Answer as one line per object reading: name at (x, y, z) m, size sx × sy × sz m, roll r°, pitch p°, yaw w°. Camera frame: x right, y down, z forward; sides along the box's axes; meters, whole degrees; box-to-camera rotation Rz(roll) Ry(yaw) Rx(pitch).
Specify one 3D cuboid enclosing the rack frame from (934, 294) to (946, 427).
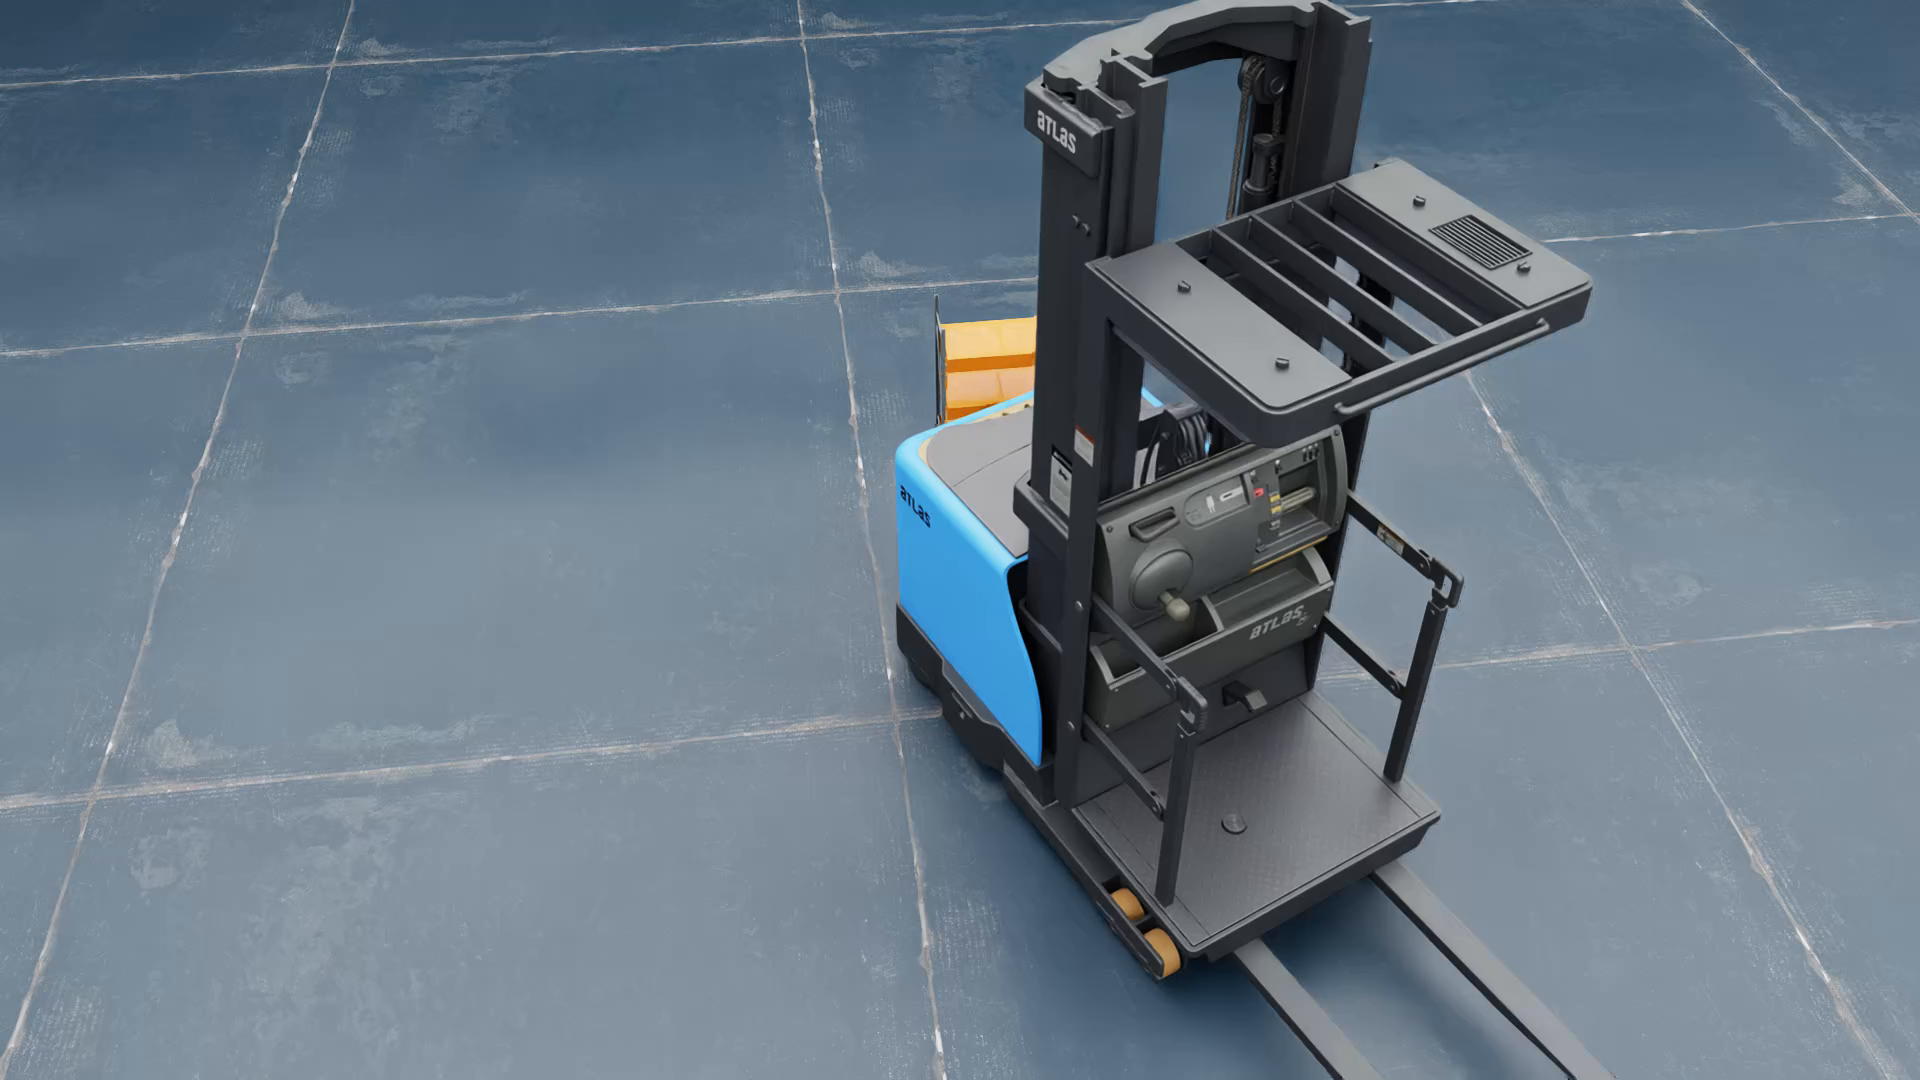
rack frame at (-0.078, -0.439, 6.841) m, size 0.015 × 1.200 × 0.240 m, roll -5°, pitch 42°, yaw -6°

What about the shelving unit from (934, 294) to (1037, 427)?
shelving unit at (0.164, -0.460, 6.864) m, size 0.503 × 1.200 × 0.258 m, roll -5°, pitch 42°, yaw -6°

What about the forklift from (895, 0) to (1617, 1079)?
forklift at (0.946, 0.026, 5.032) m, size 1.130 × 2.935 × 3.031 m, roll -22°, pitch 47°, yaw -23°

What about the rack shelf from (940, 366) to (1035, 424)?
rack shelf at (0.164, -0.576, 6.759) m, size 0.480 × 0.148 × 0.258 m, roll -5°, pitch 42°, yaw -6°

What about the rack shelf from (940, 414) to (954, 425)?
rack shelf at (0.164, -0.410, 6.909) m, size 0.480 × 0.148 × 0.258 m, roll -5°, pitch 42°, yaw -6°

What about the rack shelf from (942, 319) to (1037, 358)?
rack shelf at (0.164, -0.781, 6.575) m, size 0.457 × 0.050 × 0.221 m, roll -5°, pitch 42°, yaw -6°
